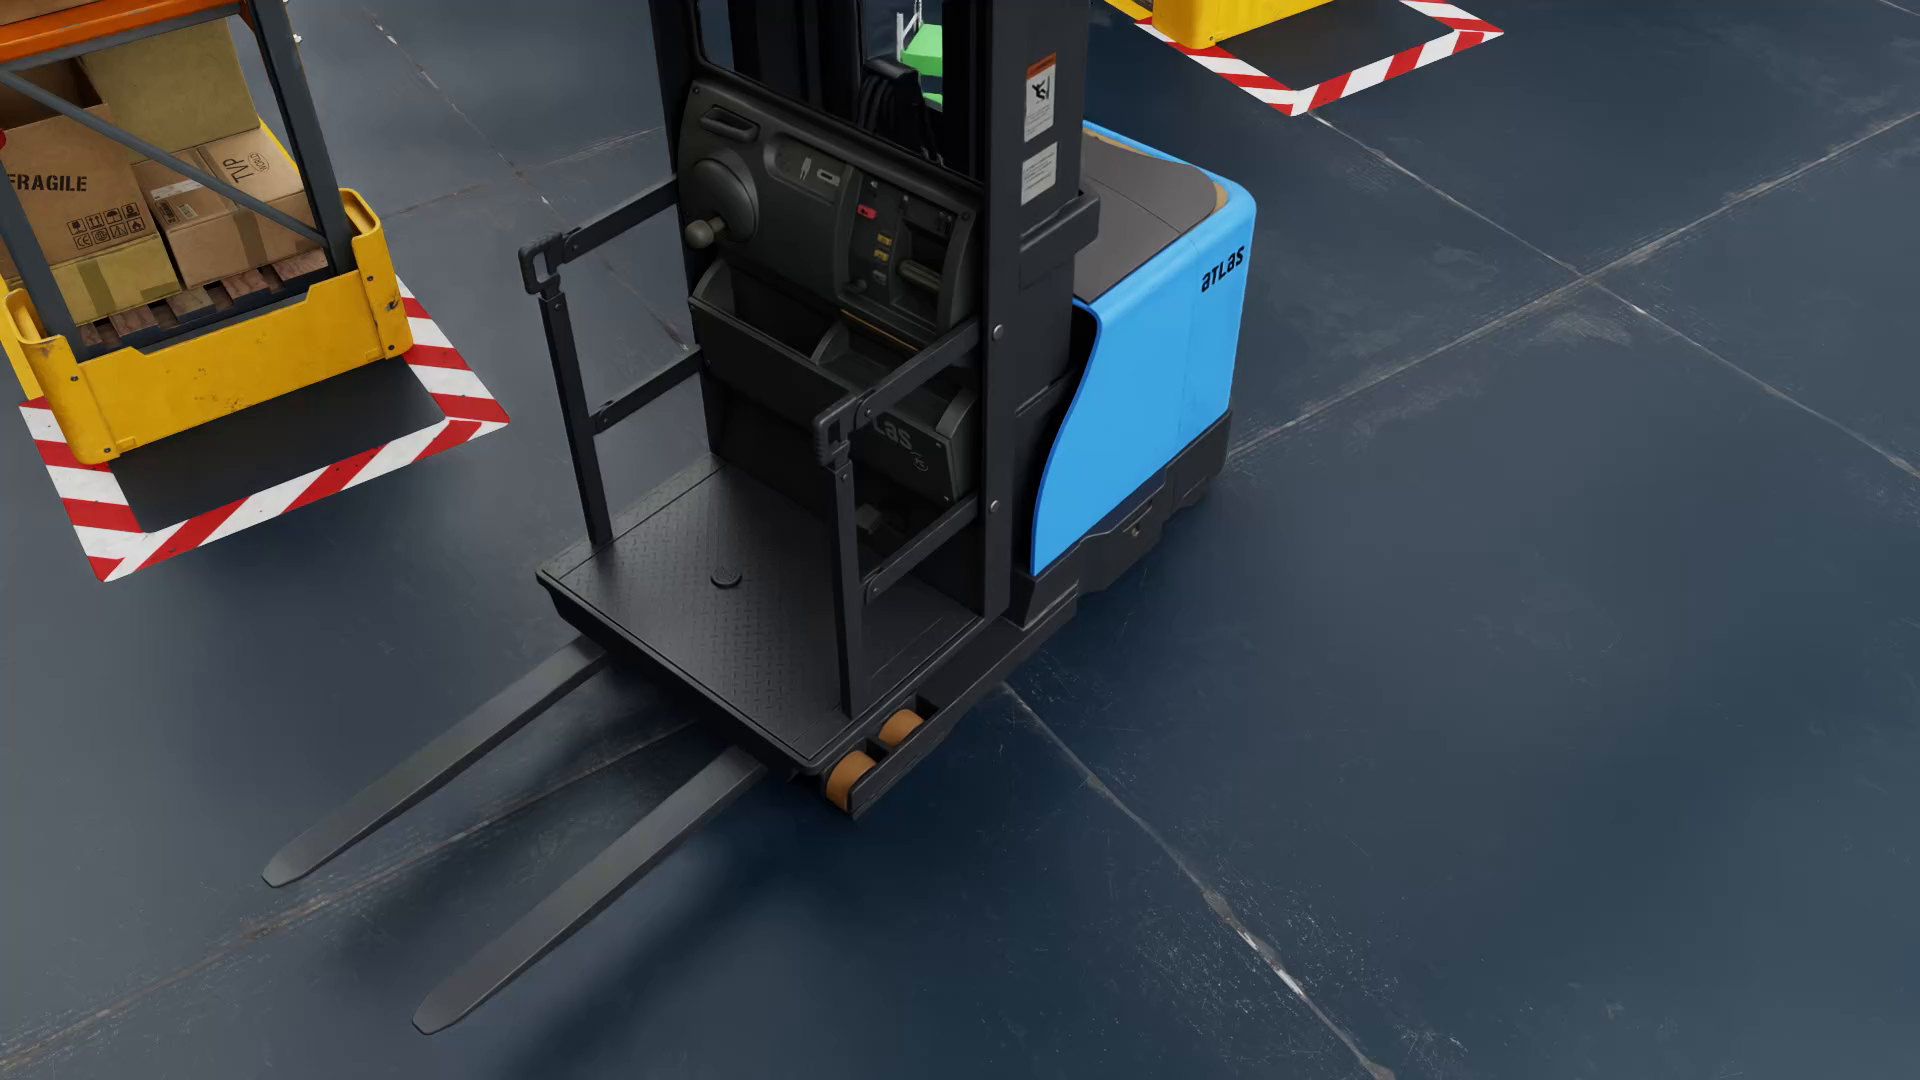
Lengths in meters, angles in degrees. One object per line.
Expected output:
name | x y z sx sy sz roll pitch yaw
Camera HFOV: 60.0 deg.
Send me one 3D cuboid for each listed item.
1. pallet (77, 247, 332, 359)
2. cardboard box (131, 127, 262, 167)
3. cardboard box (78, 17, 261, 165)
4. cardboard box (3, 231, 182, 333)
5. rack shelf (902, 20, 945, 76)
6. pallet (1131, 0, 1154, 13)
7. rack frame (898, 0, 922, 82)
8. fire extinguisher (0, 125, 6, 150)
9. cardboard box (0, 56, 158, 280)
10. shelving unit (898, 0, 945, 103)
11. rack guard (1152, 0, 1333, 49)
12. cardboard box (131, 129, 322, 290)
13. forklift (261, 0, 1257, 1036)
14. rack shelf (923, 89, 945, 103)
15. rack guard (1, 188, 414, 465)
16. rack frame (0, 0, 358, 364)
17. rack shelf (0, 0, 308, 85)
pallet | -3.007 -1.066 6.213 1.003 0.211 1.213 -26 49 -24
cardboard box | -2.948 -1.488 6.324 0.500 0.250 0.500 -26 49 -24
cardboard box | -2.947 -1.760 6.066 0.500 0.500 0.500 -26 49 -24
cardboard box | -3.084 -1.002 5.814 0.500 0.250 0.500 -26 49 -24
rack shelf | 0.075 -1.538 5.378 0.480 0.148 0.258 9 40 10
pallet | 0.988 -3.090 8.334 1.003 0.211 1.213 -26 49 -24
rack frame | -0.169 -1.257 5.686 0.015 1.200 0.240 9 40 10
fire extinguisher | -2.848 -1.379 4.578 0.296 0.674 0.183 -26 49 -24
cardboard box | -3.086 -1.272 5.555 0.500 0.500 0.500 -26 49 -24
shelving unit | 0.068 -1.218 5.645 0.503 1.200 0.258 9 40 10
rack guard | 1.448 -2.732 7.750 1.175 0.500 0.348 -26 49 -24
cardboard box | -2.659 -1.207 6.029 0.500 0.250 0.500 -26 49 -24
forklift | -0.475 -0.723 3.885 1.130 2.935 3.031 31 51 28
rack shelf | 0.071 -1.353 5.532 0.480 0.148 0.258 9 40 10
rack guard | -2.521 -0.740 5.663 1.175 0.500 0.348 -26 49 -24
rack frame | -2.535 -1.658 4.814 1.000 3.000 0.127 -26 49 -24
rack shelf | -3.679 -2.530 6.249 1.077 0.370 4.000 -26 49 -24
